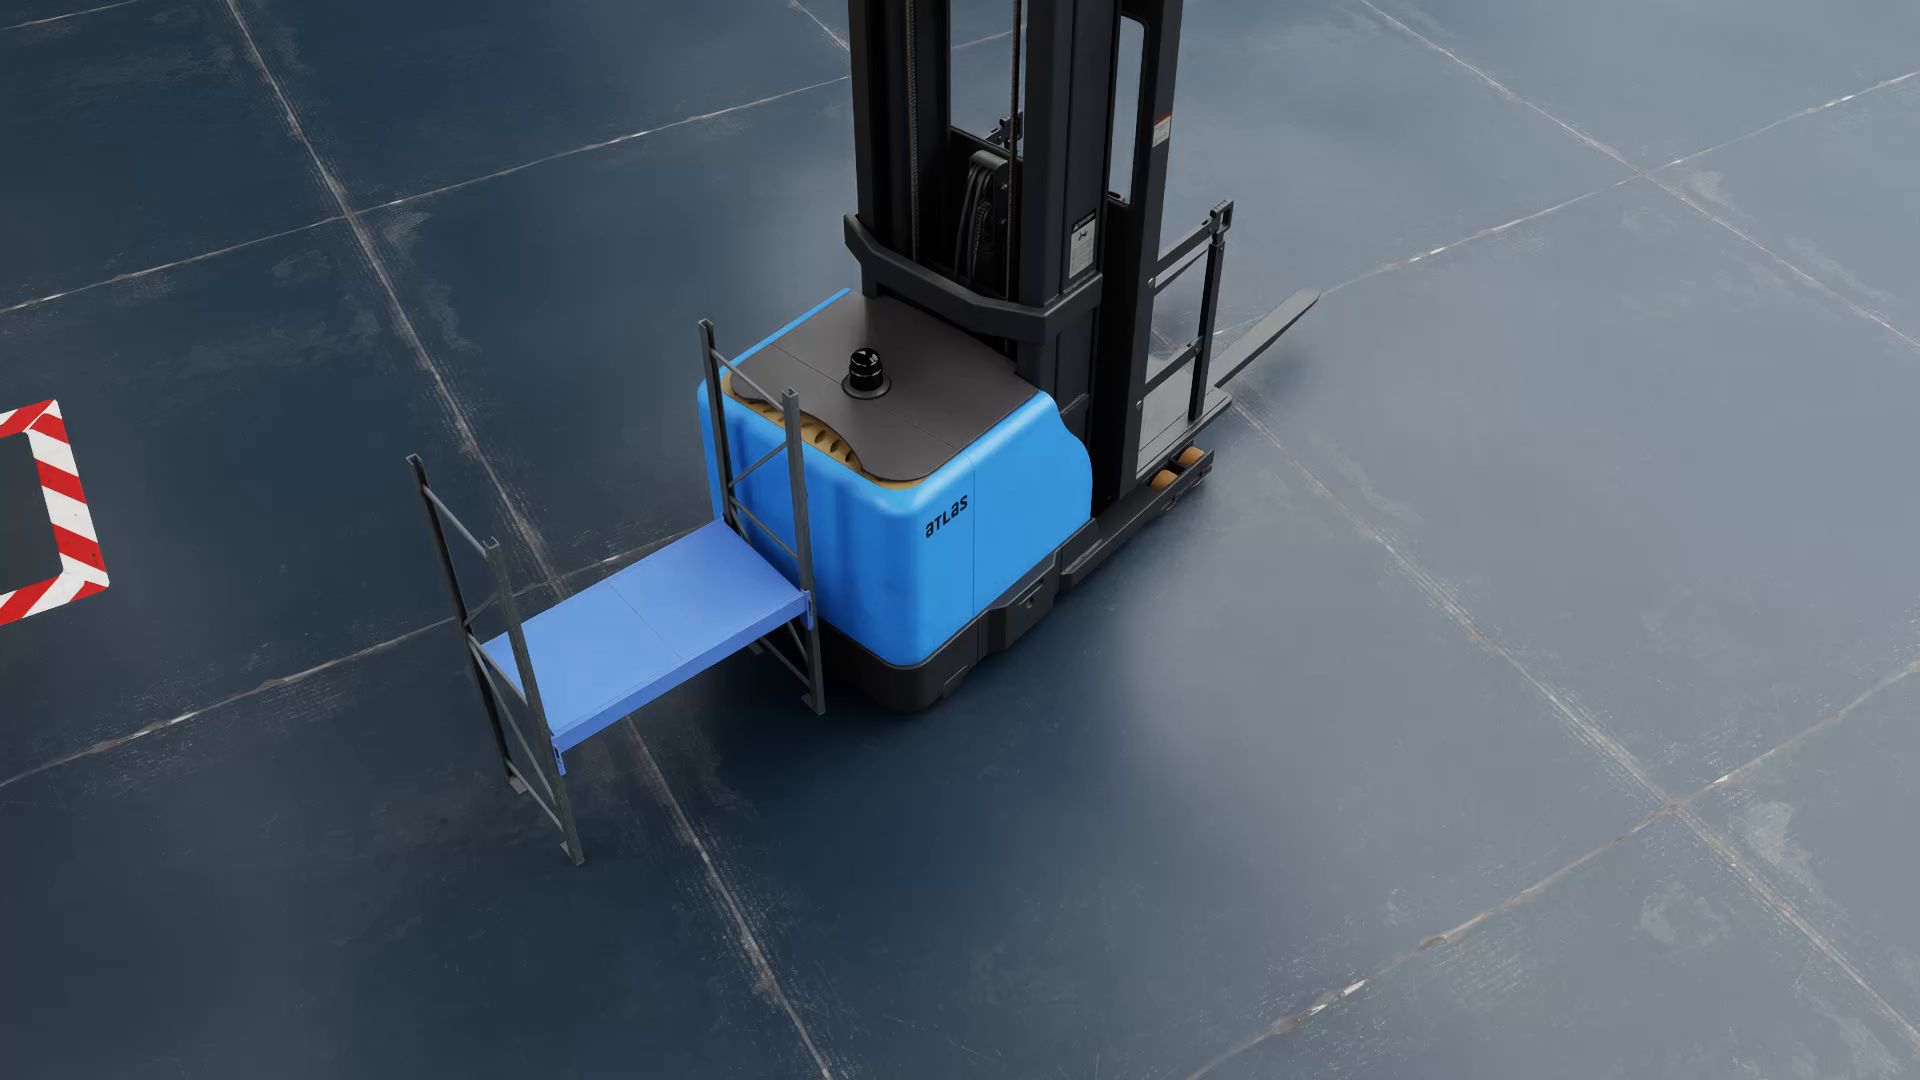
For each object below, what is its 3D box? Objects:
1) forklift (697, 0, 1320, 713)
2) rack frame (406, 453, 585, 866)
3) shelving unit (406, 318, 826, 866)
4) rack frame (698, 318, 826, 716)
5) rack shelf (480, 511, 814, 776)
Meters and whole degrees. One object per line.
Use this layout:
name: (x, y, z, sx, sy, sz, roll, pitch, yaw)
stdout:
forklift: (-9.172, -2.426, 7.145, 17.602, 2.935, 13.267, 31, 52, 28)
rack frame: (-1.442, 0.424, 5.236, 0.032, 1.500, 0.500, -30, 52, -28)
shelving unit: (-1.054, 0.196, 5.472, 1.048, 1.500, 0.538, -30, 52, -28)
rack frame: (-0.665, -0.033, 5.707, 0.032, 1.500, 0.500, -30, 52, -28)
rack shelf: (-1.054, 0.325, 5.597, 1.000, 0.185, 0.538, -30, 52, -28)
